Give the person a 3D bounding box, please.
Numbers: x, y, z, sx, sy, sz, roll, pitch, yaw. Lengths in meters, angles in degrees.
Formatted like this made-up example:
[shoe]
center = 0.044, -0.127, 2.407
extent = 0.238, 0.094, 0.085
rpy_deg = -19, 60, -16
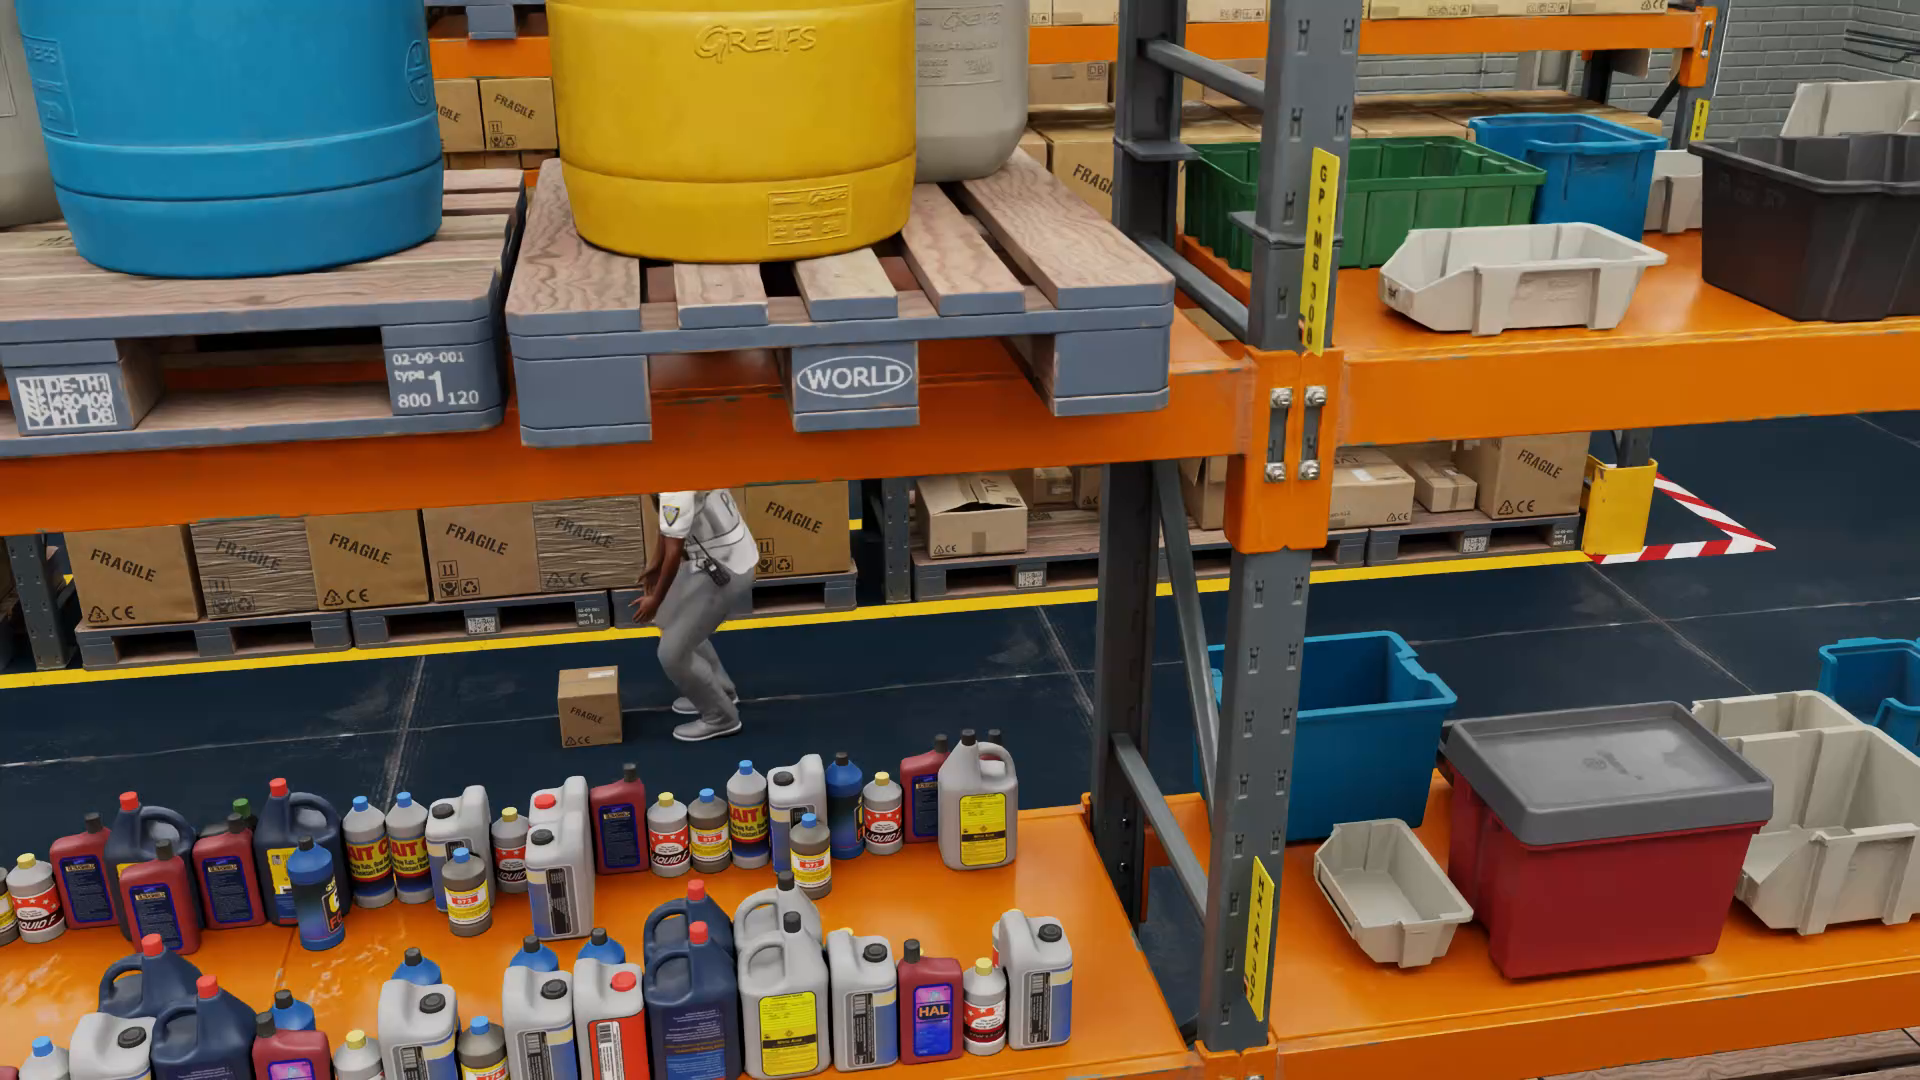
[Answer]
[person]
center = -1.160, 0.142, 7.010
extent = 0.628, 1.487, 0.490
rpy_deg = -4, 24, -9
